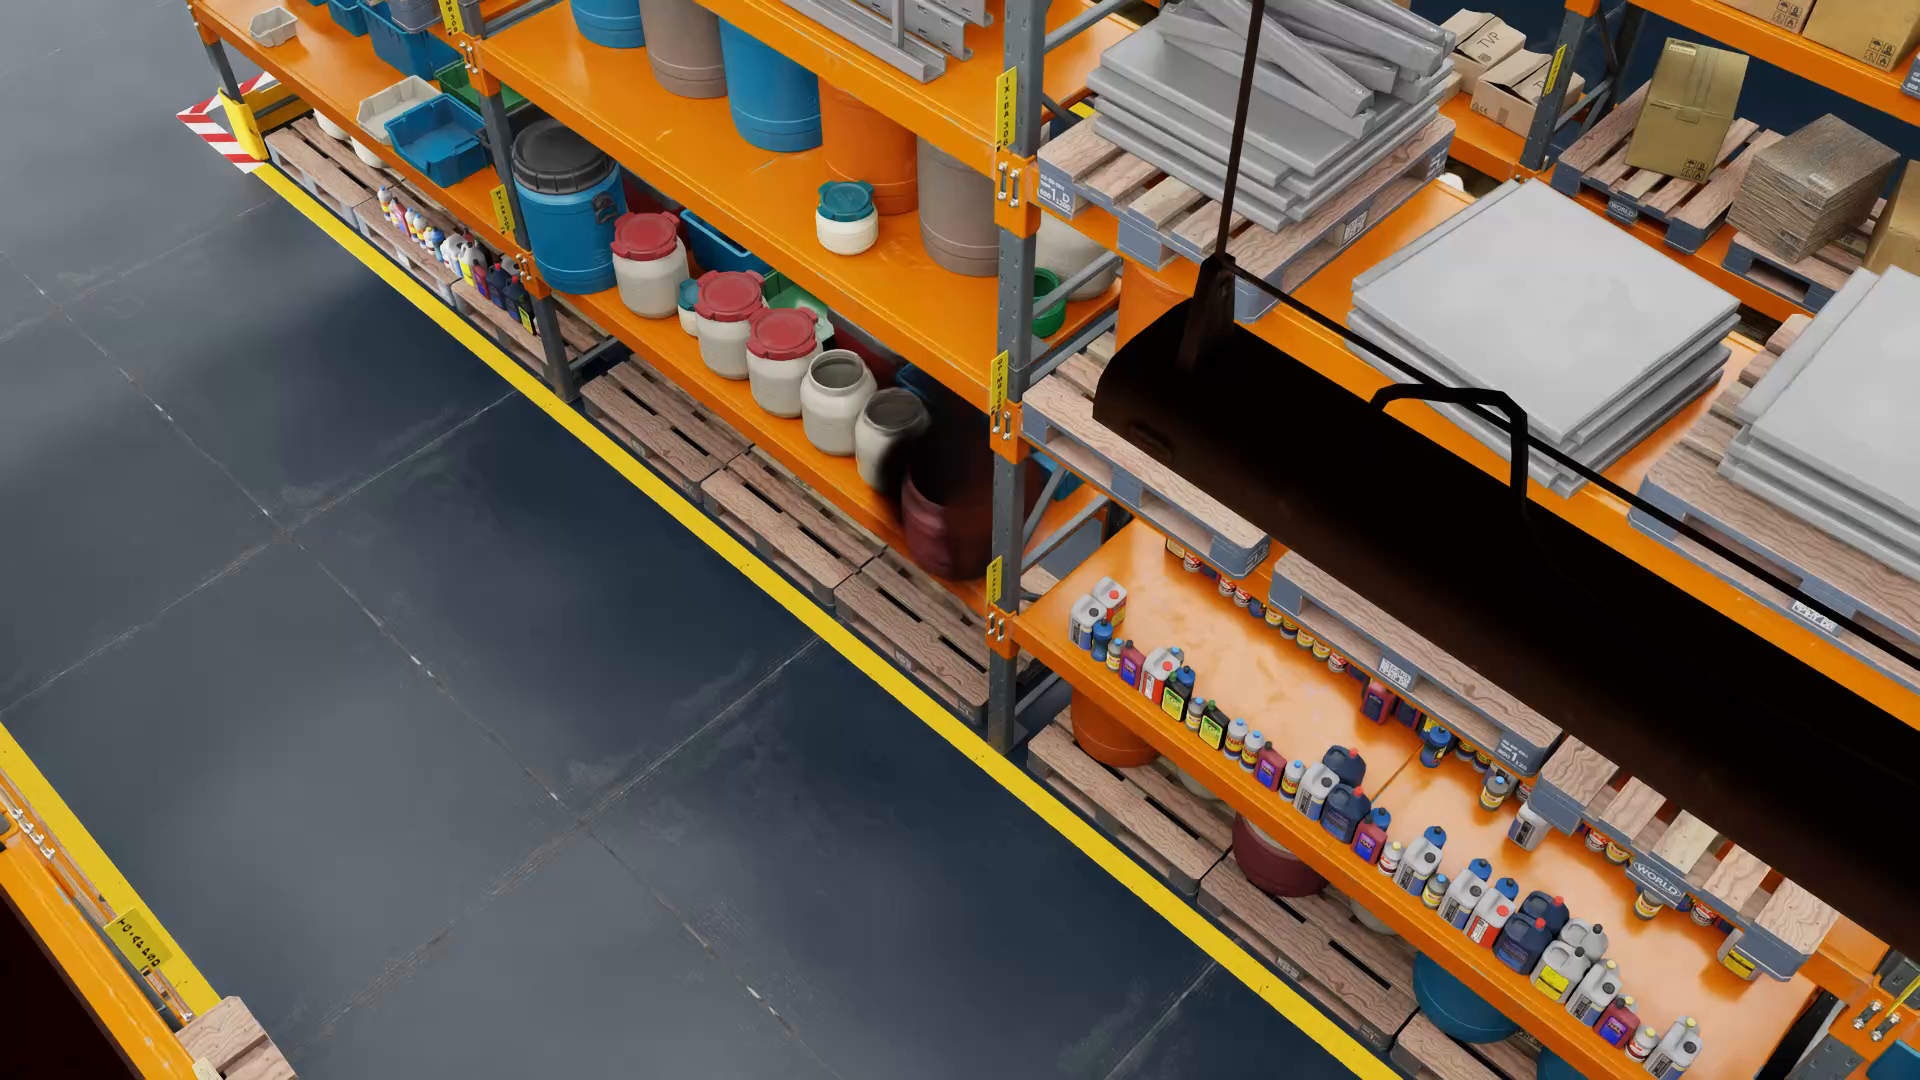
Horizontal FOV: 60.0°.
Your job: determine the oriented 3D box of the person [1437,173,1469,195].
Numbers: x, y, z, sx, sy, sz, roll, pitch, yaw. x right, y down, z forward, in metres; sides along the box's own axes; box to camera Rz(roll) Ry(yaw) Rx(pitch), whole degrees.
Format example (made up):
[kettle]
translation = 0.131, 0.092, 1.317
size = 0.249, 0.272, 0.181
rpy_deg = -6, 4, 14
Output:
[person]
translation = 2.902, -1.509, 10.204
size = 0.791, 1.821, 0.866
rpy_deg = -37, 59, -27
